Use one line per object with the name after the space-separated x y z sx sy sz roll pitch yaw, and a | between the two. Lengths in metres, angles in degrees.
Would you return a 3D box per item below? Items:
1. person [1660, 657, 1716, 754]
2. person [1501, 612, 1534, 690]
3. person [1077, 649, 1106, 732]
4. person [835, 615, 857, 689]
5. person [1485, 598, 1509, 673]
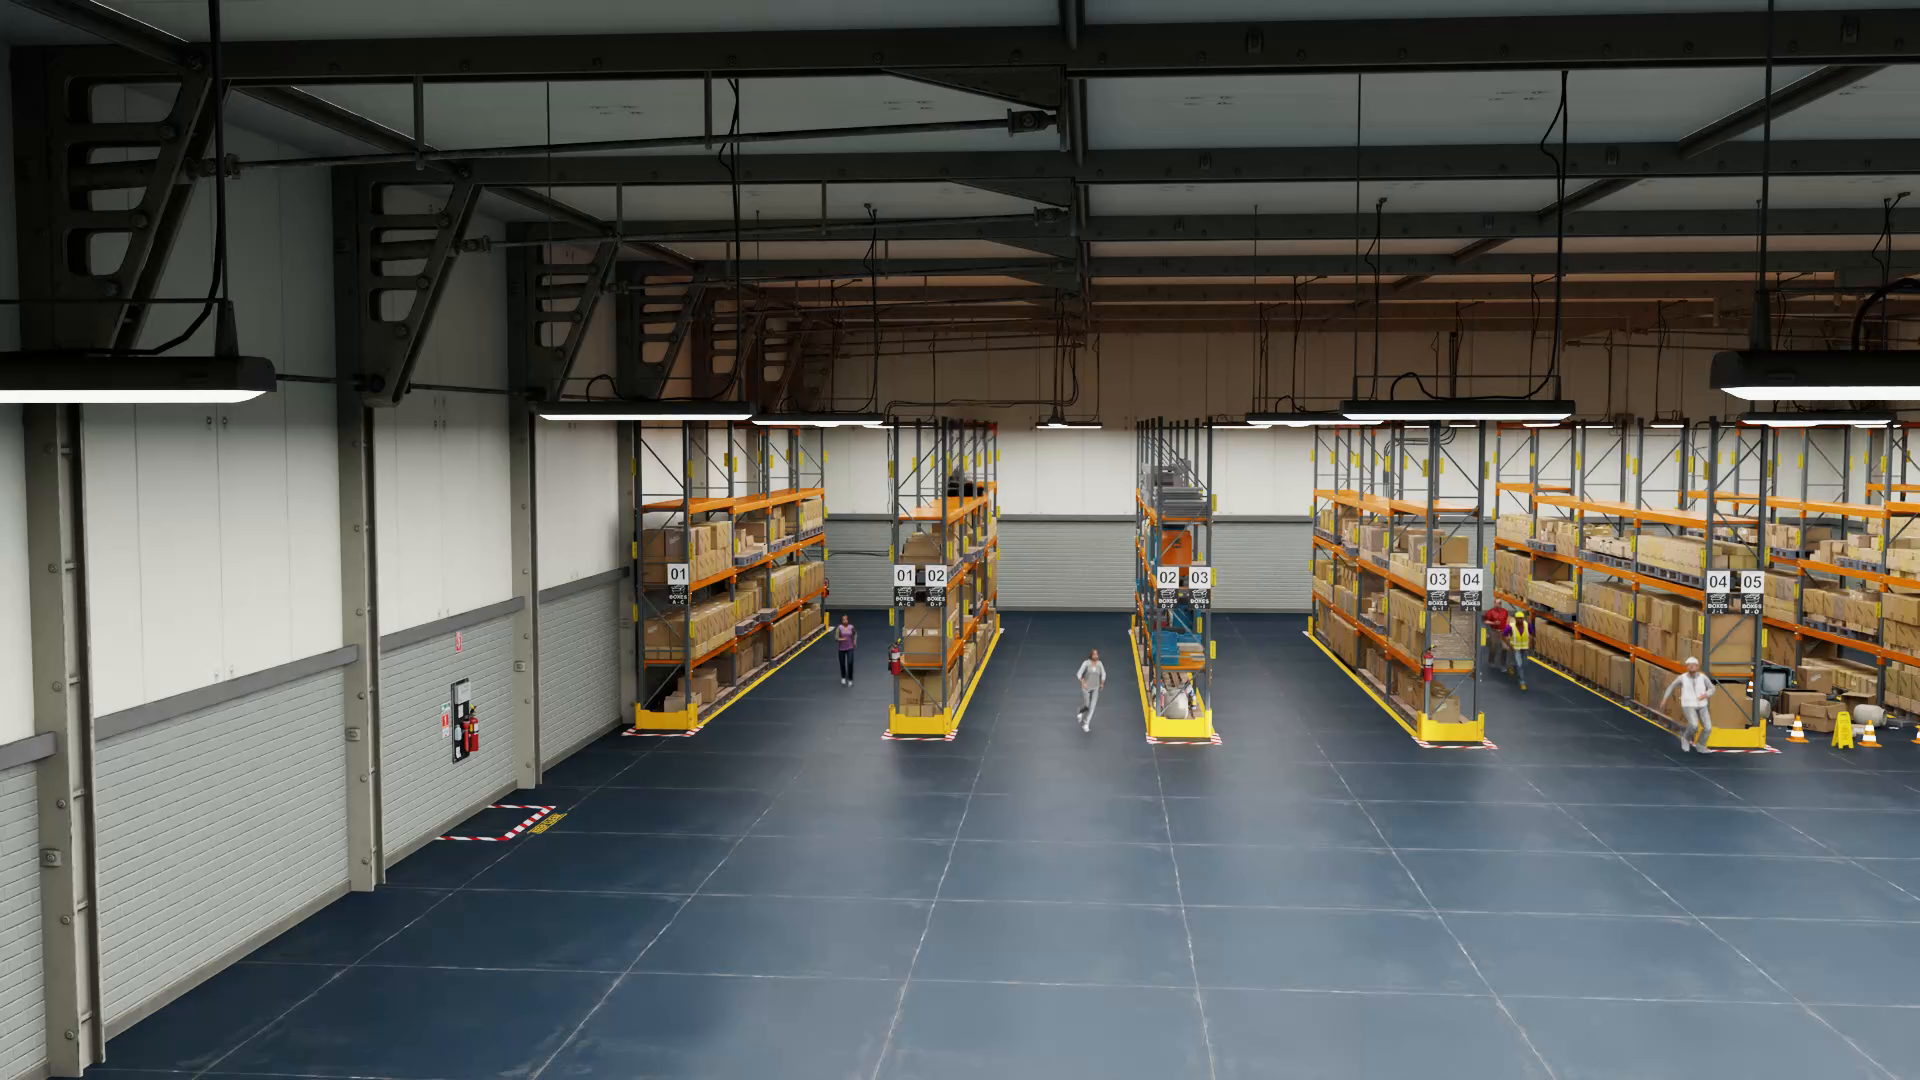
13.019 2.941 29.634 0.812 1.693 0.707 0 4 -1 | person
12.484 2.453 37.262 0.710 1.745 0.888 0 4 -5 | person
2.529 2.874 32.030 0.564 1.577 0.578 -1 4 -13 | person
-2.551 2.488 37.241 0.504 1.638 0.711 0 4 -5 | person
12.825 2.289 39.671 0.640 1.800 0.795 0 4 1 | person
